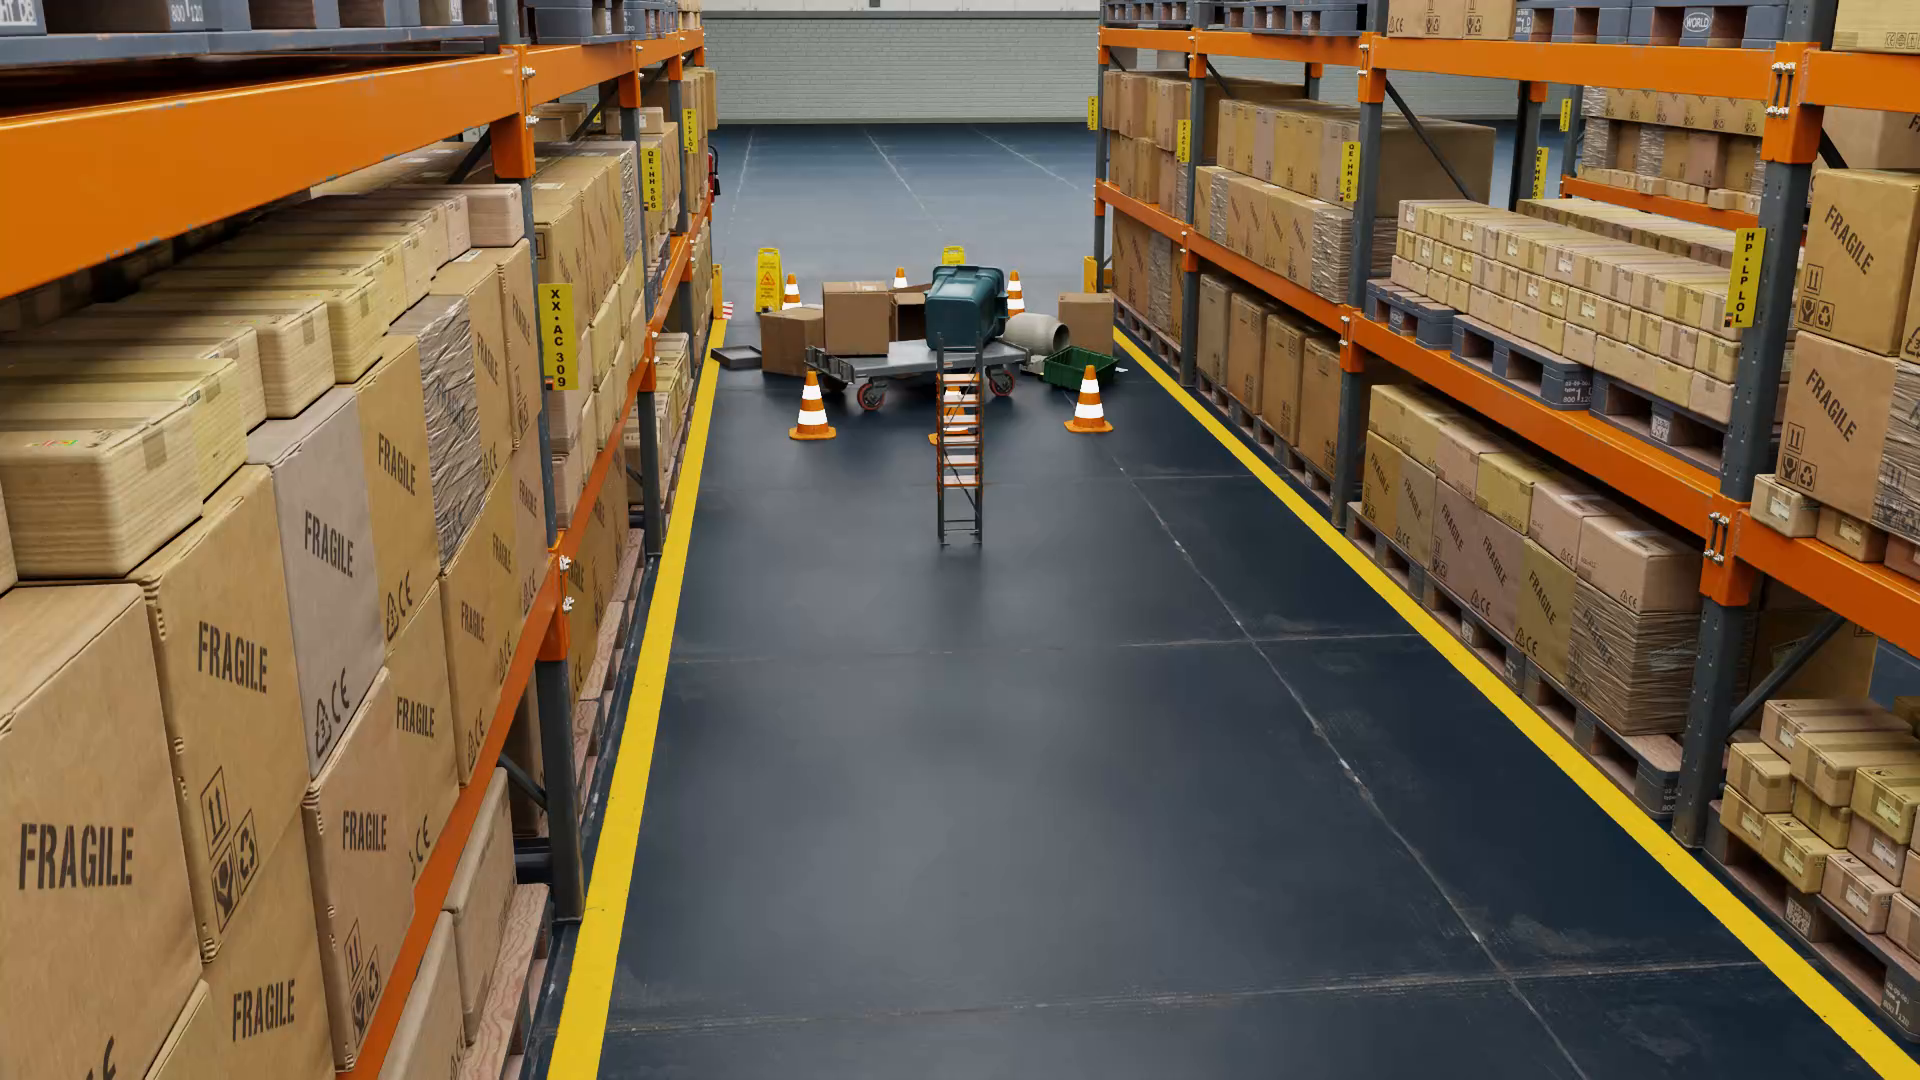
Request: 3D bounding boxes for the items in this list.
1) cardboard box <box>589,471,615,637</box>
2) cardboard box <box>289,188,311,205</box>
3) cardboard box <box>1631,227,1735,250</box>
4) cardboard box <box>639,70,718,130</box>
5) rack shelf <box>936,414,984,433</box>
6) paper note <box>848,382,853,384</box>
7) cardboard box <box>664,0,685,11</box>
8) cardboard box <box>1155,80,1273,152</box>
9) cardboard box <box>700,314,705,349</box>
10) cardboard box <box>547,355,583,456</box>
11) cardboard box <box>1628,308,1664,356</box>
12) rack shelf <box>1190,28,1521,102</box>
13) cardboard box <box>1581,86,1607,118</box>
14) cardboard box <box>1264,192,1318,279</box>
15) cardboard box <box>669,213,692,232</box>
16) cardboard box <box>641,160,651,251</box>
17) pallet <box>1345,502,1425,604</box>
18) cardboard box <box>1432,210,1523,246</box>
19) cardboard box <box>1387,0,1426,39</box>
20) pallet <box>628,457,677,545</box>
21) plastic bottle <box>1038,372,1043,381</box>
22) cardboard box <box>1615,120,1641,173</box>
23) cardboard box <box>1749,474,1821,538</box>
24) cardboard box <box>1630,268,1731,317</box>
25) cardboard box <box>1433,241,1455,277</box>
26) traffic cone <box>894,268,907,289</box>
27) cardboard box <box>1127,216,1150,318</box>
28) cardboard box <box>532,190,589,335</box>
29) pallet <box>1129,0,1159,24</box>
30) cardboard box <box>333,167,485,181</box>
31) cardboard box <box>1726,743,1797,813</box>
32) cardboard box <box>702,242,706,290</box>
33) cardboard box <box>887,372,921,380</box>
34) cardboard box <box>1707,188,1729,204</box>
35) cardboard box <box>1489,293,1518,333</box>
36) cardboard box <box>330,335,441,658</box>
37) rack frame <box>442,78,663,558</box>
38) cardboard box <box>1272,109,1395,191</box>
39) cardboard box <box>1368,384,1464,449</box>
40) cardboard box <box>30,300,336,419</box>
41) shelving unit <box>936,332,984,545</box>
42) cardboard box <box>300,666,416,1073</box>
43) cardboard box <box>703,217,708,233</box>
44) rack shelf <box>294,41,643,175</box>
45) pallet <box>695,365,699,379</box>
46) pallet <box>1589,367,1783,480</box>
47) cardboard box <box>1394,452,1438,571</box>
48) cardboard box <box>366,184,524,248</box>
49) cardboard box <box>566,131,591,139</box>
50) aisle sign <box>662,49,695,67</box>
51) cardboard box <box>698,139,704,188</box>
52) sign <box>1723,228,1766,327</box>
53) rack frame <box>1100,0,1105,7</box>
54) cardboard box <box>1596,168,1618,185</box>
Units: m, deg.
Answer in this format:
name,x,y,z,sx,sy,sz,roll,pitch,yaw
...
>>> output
name,x,y,z,sx,sy,sz,roll,pitch,yaw
cardboard box,-2.108,-0.051,7.679,0.875,0.875,0.875,-2,17,-5
cardboard box,-1.997,-0.879,4.551,0.380,0.149,0.250,-2,18,-6
cardboard box,3.367,-1.369,7.755,0.380,0.149,0.250,-1,17,-3
cardboard box,-2.540,-3.944,14.898,0.700,0.500,0.500,-2,18,-6
rack shelf,-0.002,-0.649,9.488,0.258,0.103,0.180,-2,18,-6
paper note,-0.954,-1.325,13.845,0.148,0.019,0.142,-2,18,-6
cardboard box,-2.370,-4.172,12.703,0.500,0.250,0.500,-2,18,-7
cardboard box,2.140,-3.572,13.993,0.875,0.550,0.550,-2,18,-6
cardboard box,-2.455,-1.762,14.171,0.500,0.250,0.500,-1,17,-3
cardboard box,-1.536,-0.454,5.531,0.500,0.250,0.500,-2,18,-7
cardboard box,2.853,-0.817,6.495,0.380,0.149,0.250,-1,17,-3
rack shelf,2.523,-3.206,11.073,1.077,0.370,4.000,-2,18,-6
cardboard box,6.634,-4.523,16.743,0.500,0.500,0.500,-2,18,-6
cardboard box,2.314,-1.993,10.851,0.500,0.500,0.500,-2,18,-7
cardboard box,-2.310,-2.514,13.098,0.380,0.149,0.250,-2,18,-6
cardboard box,-2.000,-1.870,9.261,0.500,0.500,0.500,-2,18,-7
pallet,2.808,0.041,9.193,1.003,0.211,1.213,-2,18,-6
cardboard box,2.635,-1.589,8.457,0.380,0.149,0.250,-2,18,-6
cardboard box,2.523,-2.822,8.484,0.500,0.500,0.500,-2,18,-6
pallet,-2.263,-0.241,10.093,1.003,0.211,1.213,-2,18,-6
plastic bottle,0.787,-1.347,13.867,0.133,0.061,0.283,-12,21,-34
cardboard box,7.048,-3.908,16.454,0.875,0.500,0.500,-2,18,-6
cardboard box,2.845,-0.116,5.457,0.380,0.149,0.250,-1,17,-4
cardboard box,2.853,-0.965,6.468,0.380,0.149,0.250,-2,18,-7
cardboard box,2.640,-1.434,8.458,0.380,0.149,0.250,-2,18,-7
traffic cone,-0.613,-2.559,17.057,0.336,0.463,0.334,-2,18,-6
cardboard box,2.132,-2.630,15.892,0.875,0.875,0.875,-2,18,-7
cardboard box,-1.611,-0.963,5.899,0.500,0.500,0.500,-2,18,-6
pallet,2.120,-4.709,14.809,1.003,0.211,1.213,-2,18,-6
cardboard box,-2.229,-1.257,6.835,0.500,0.500,0.500,-1,17,-5
cardboard box,2.861,0.806,5.665,0.380,0.149,0.250,-1,17,-3
cardboard box,-2.565,-2.432,15.053,0.500,0.500,0.500,-2,18,-7
cardboard box,-0.546,-1.535,14.124,0.396,0.266,0.258,16,24,42
cardboard box,6.932,-3.073,14.876,0.380,0.149,0.250,-2,18,-6
cardboard box,2.713,-1.068,7.789,0.380,0.149,0.250,-2,17,-5
cardboard box,-1.299,-0.087,3.111,0.500,0.500,0.500,-2,18,-5
rack frame,-2.184,-1.339,8.934,1.000,3.000,0.127,-2,18,-6
cardboard box,2.531,-2.636,11.231,0.700,0.500,0.500,-2,18,-6
cardboard box,2.559,-0.674,9.038,0.500,0.250,0.500,-3,18,-8
cardboard box,-1.239,-0.291,2.677,0.380,0.149,0.250,-2,18,-5
shelving unit,-0.002,-0.577,9.511,0.258,1.200,0.189,-2,18,-6
cardboard box,-1.237,0.543,2.772,0.500,0.500,0.500,-2,18,-6
cardboard box,-2.563,-2.940,15.589,0.380,0.149,0.250,-1,17,-4
rack shelf,-1.978,-1.831,6.694,1.077,0.370,4.000,-2,18,-6
pallet,-2.701,-1.399,13.781,1.003,0.211,1.213,-2,18,-6
pallet,3.208,-0.471,6.489,1.003,0.211,1.213,-2,18,-6
cardboard box,2.604,-0.161,8.655,0.500,0.500,0.500,-2,17,-5
cardboard box,-1.423,-0.899,4.615,0.380,0.149,0.250,-2,18,-7
cardboard box,-2.744,-2.475,11.188,0.500,0.500,0.500,-2,18,-6
aisle sign,-2.727,-4.990,16.224,0.394,0.787,0.004,-2,18,-6
cardboard box,-2.584,-3.460,15.027,0.500,0.500,0.500,-2,18,-6
sign,2.590,-0.864,5.489,0.100,0.325,0.005,-2,18,-6
rack frame,1.904,-6.768,16.210,1.000,3.000,0.127,-2,18,-6
cardboard box,6.658,-3.666,16.767,0.380,0.149,0.250,-2,18,-6
